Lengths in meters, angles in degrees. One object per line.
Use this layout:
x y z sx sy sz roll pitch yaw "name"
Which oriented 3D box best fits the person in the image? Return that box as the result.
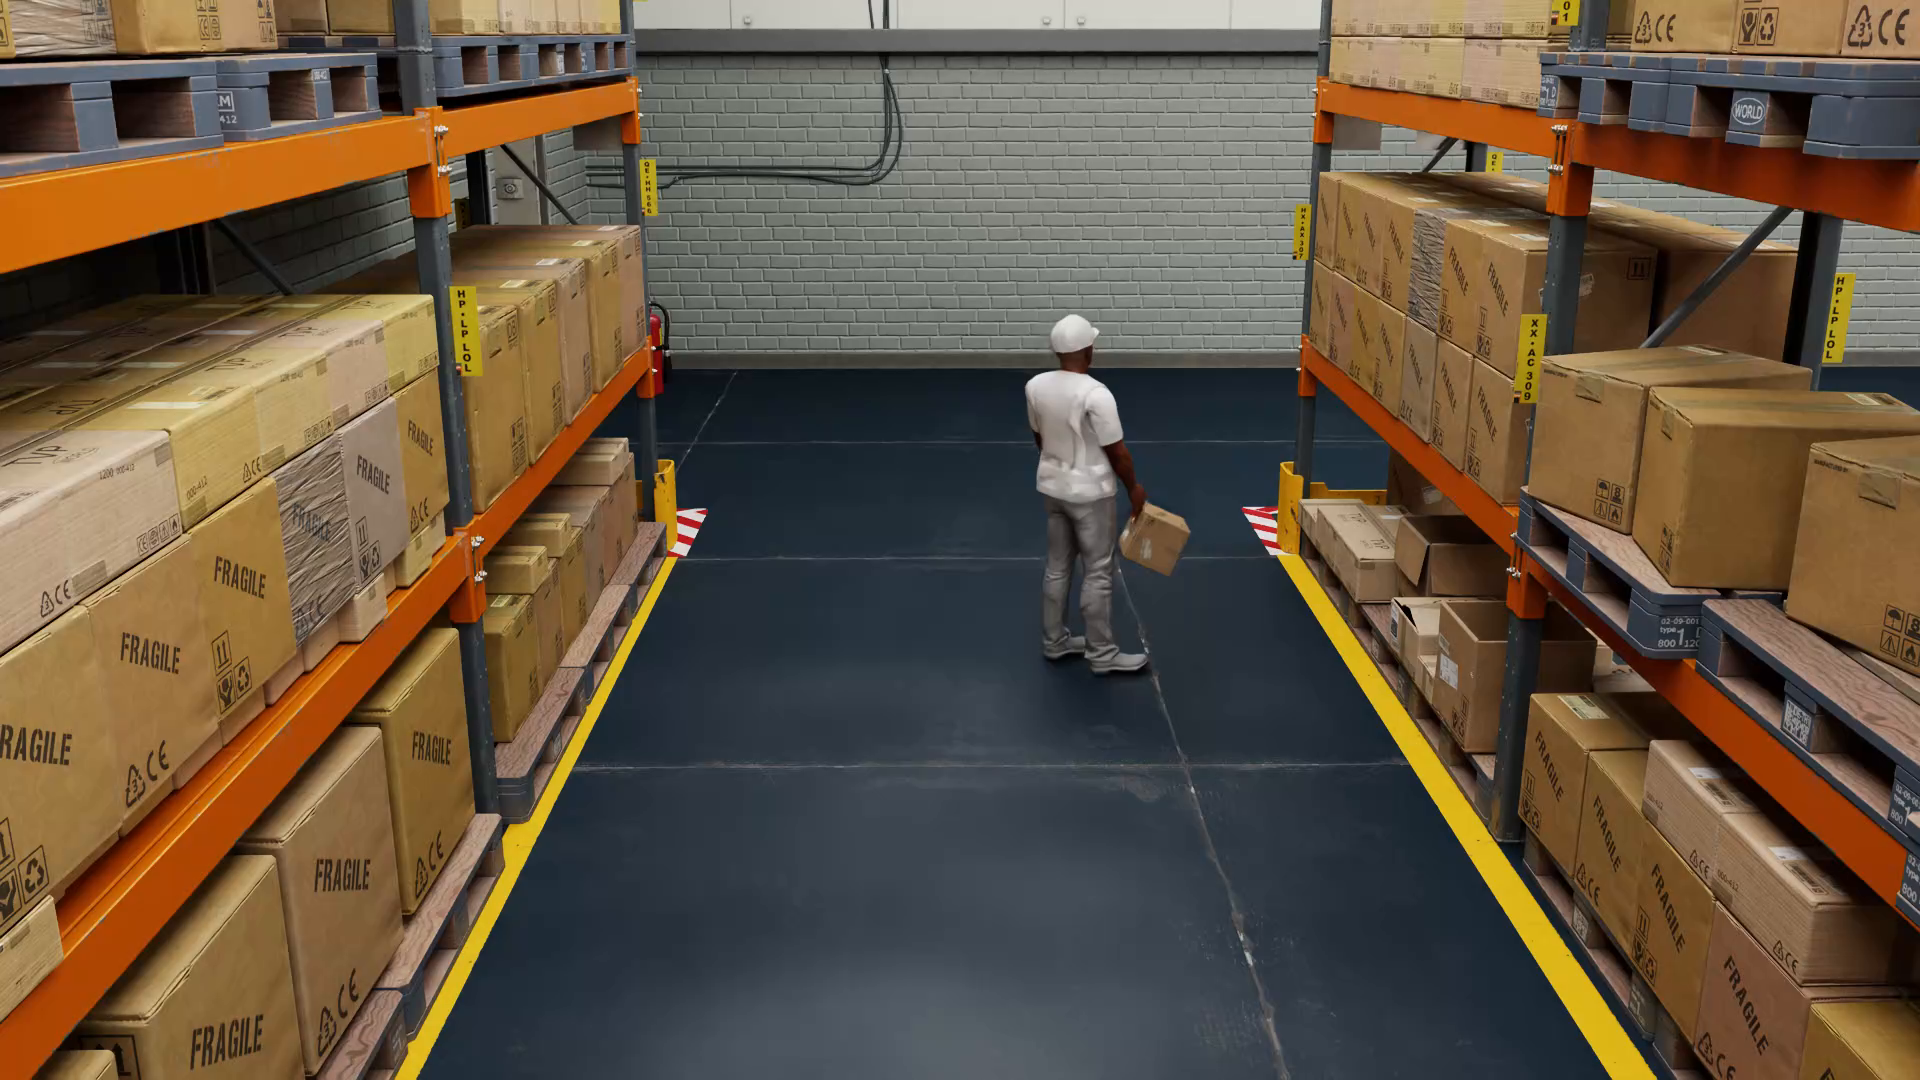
0.622 -0.236 8.219 0.459 1.774 0.610 -14 22 -39 "person"
